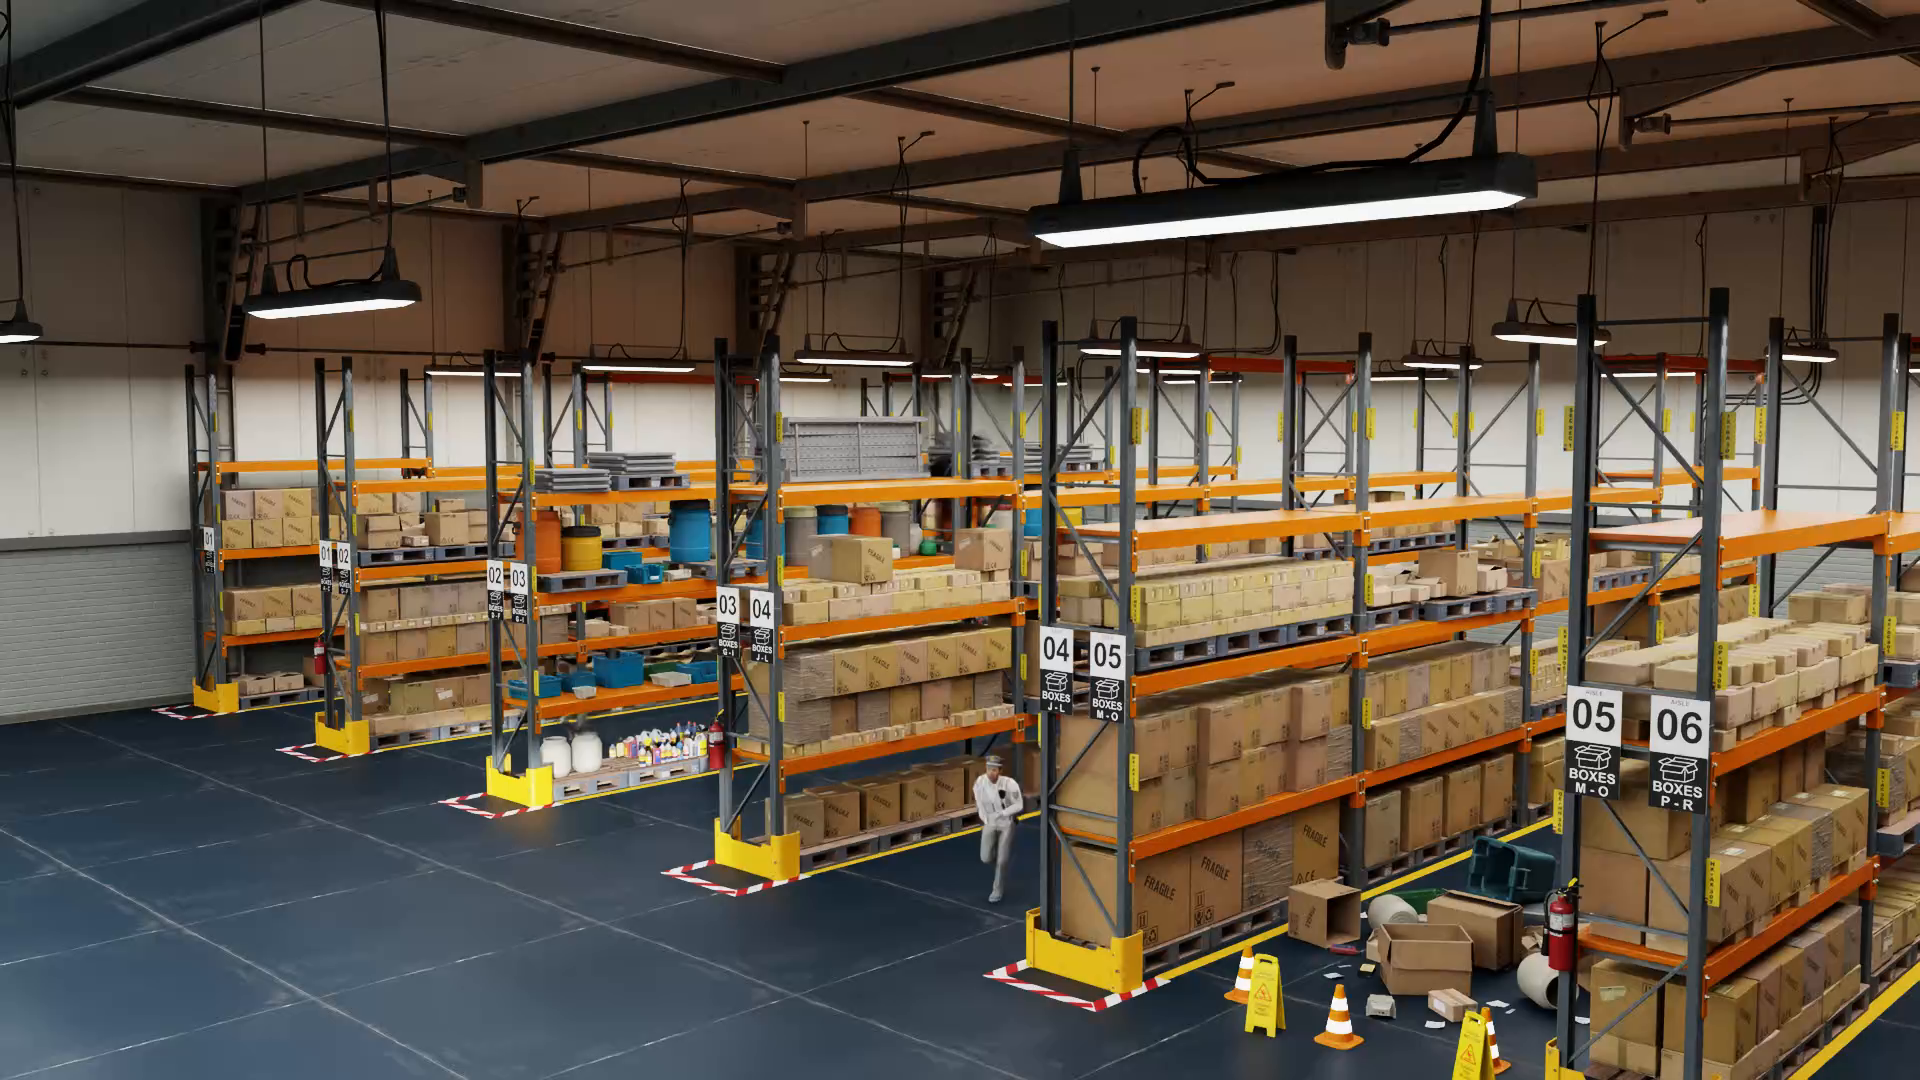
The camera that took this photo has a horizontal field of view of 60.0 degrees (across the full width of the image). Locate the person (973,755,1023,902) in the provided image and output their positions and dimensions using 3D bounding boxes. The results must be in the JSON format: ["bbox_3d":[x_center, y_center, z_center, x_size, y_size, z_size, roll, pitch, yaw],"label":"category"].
[{"bbox_3d":[0.382,3.030,17.548,0.604,1.616,0.669,1,5,16],"label":"person"}]

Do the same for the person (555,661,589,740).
[{"bbox_3d":[-5.896,2.504,25.201,0.569,1.436,0.867,2,5,22],"label":"person"}]
